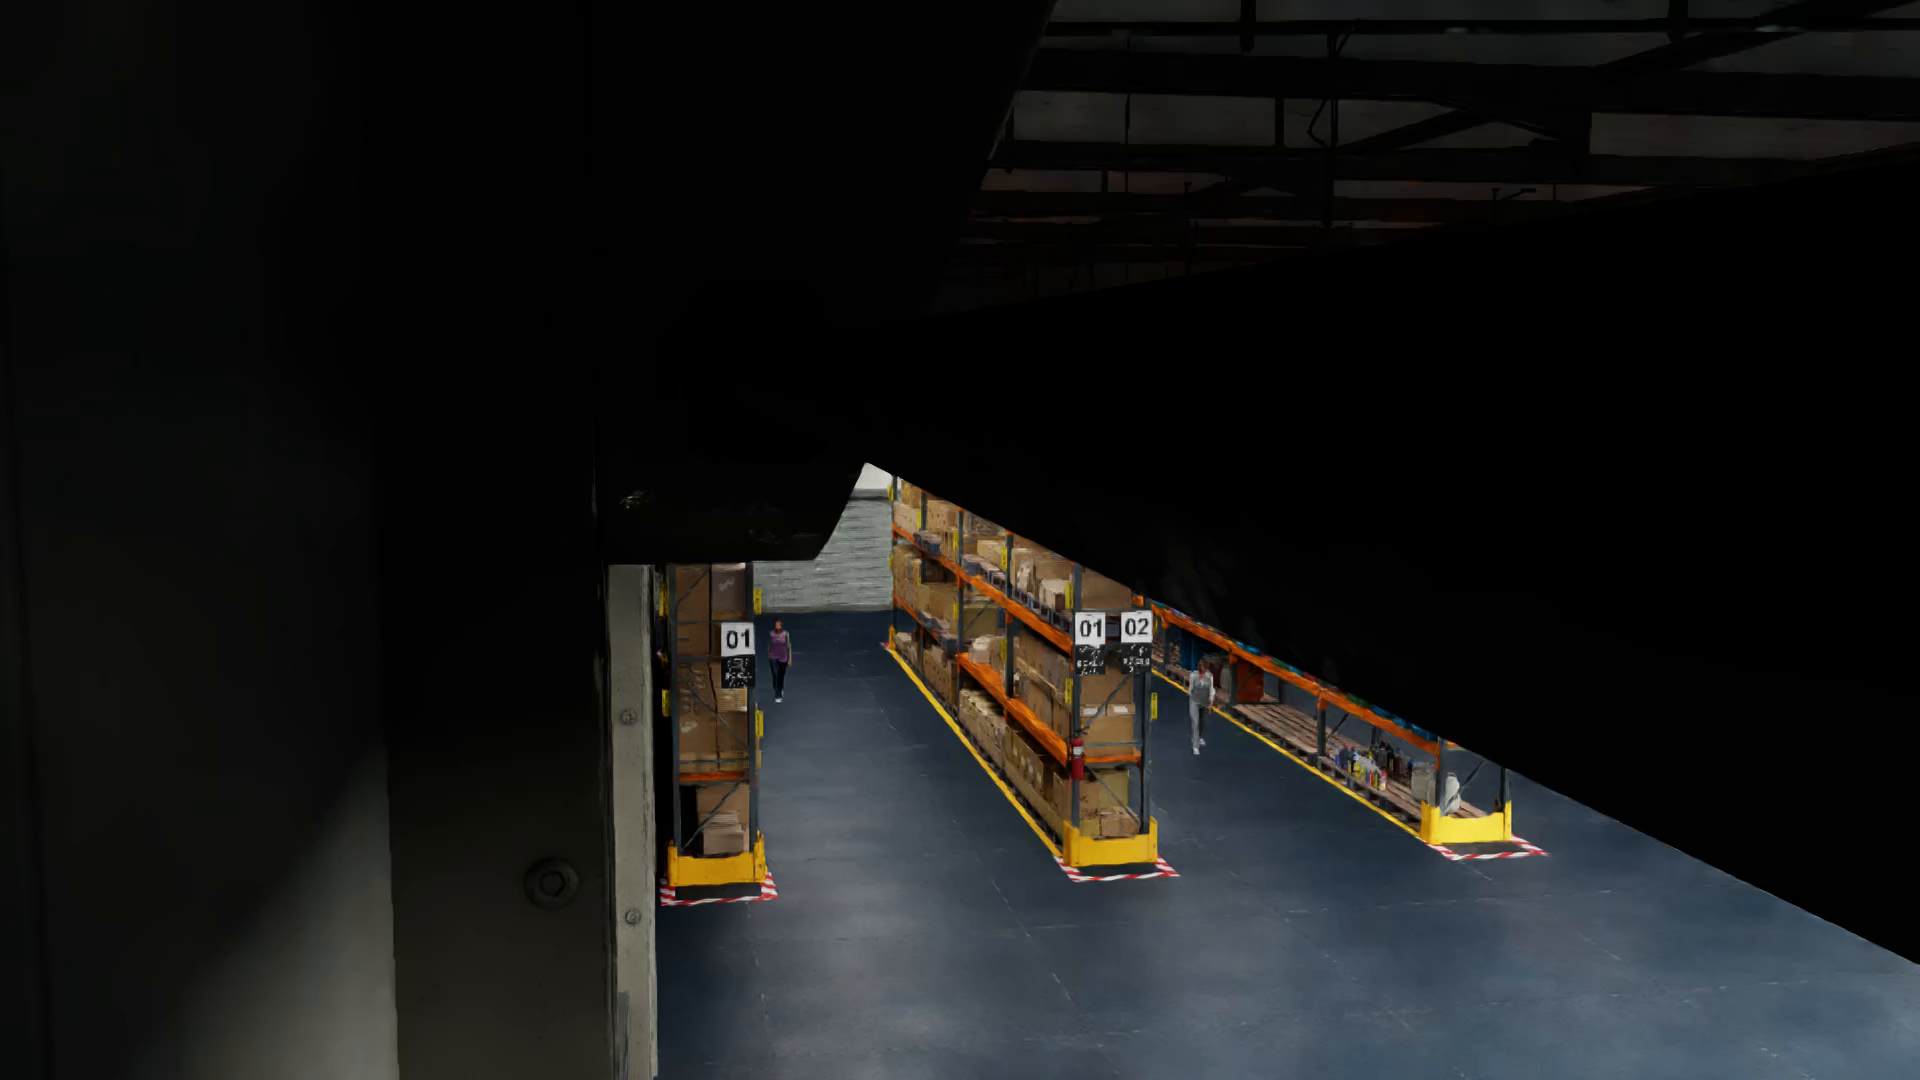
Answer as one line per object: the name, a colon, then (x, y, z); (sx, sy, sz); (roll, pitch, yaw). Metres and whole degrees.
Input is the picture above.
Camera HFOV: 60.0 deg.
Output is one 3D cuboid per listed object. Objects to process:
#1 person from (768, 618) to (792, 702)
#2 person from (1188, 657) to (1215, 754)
person: (-3.363, 2.201, 31.063); (0.430, 1.539, 0.949); (-1, 6, -12)
person: (3.905, 2.654, 26.929); (0.408, 1.520, 0.961); (0, 6, -1)
